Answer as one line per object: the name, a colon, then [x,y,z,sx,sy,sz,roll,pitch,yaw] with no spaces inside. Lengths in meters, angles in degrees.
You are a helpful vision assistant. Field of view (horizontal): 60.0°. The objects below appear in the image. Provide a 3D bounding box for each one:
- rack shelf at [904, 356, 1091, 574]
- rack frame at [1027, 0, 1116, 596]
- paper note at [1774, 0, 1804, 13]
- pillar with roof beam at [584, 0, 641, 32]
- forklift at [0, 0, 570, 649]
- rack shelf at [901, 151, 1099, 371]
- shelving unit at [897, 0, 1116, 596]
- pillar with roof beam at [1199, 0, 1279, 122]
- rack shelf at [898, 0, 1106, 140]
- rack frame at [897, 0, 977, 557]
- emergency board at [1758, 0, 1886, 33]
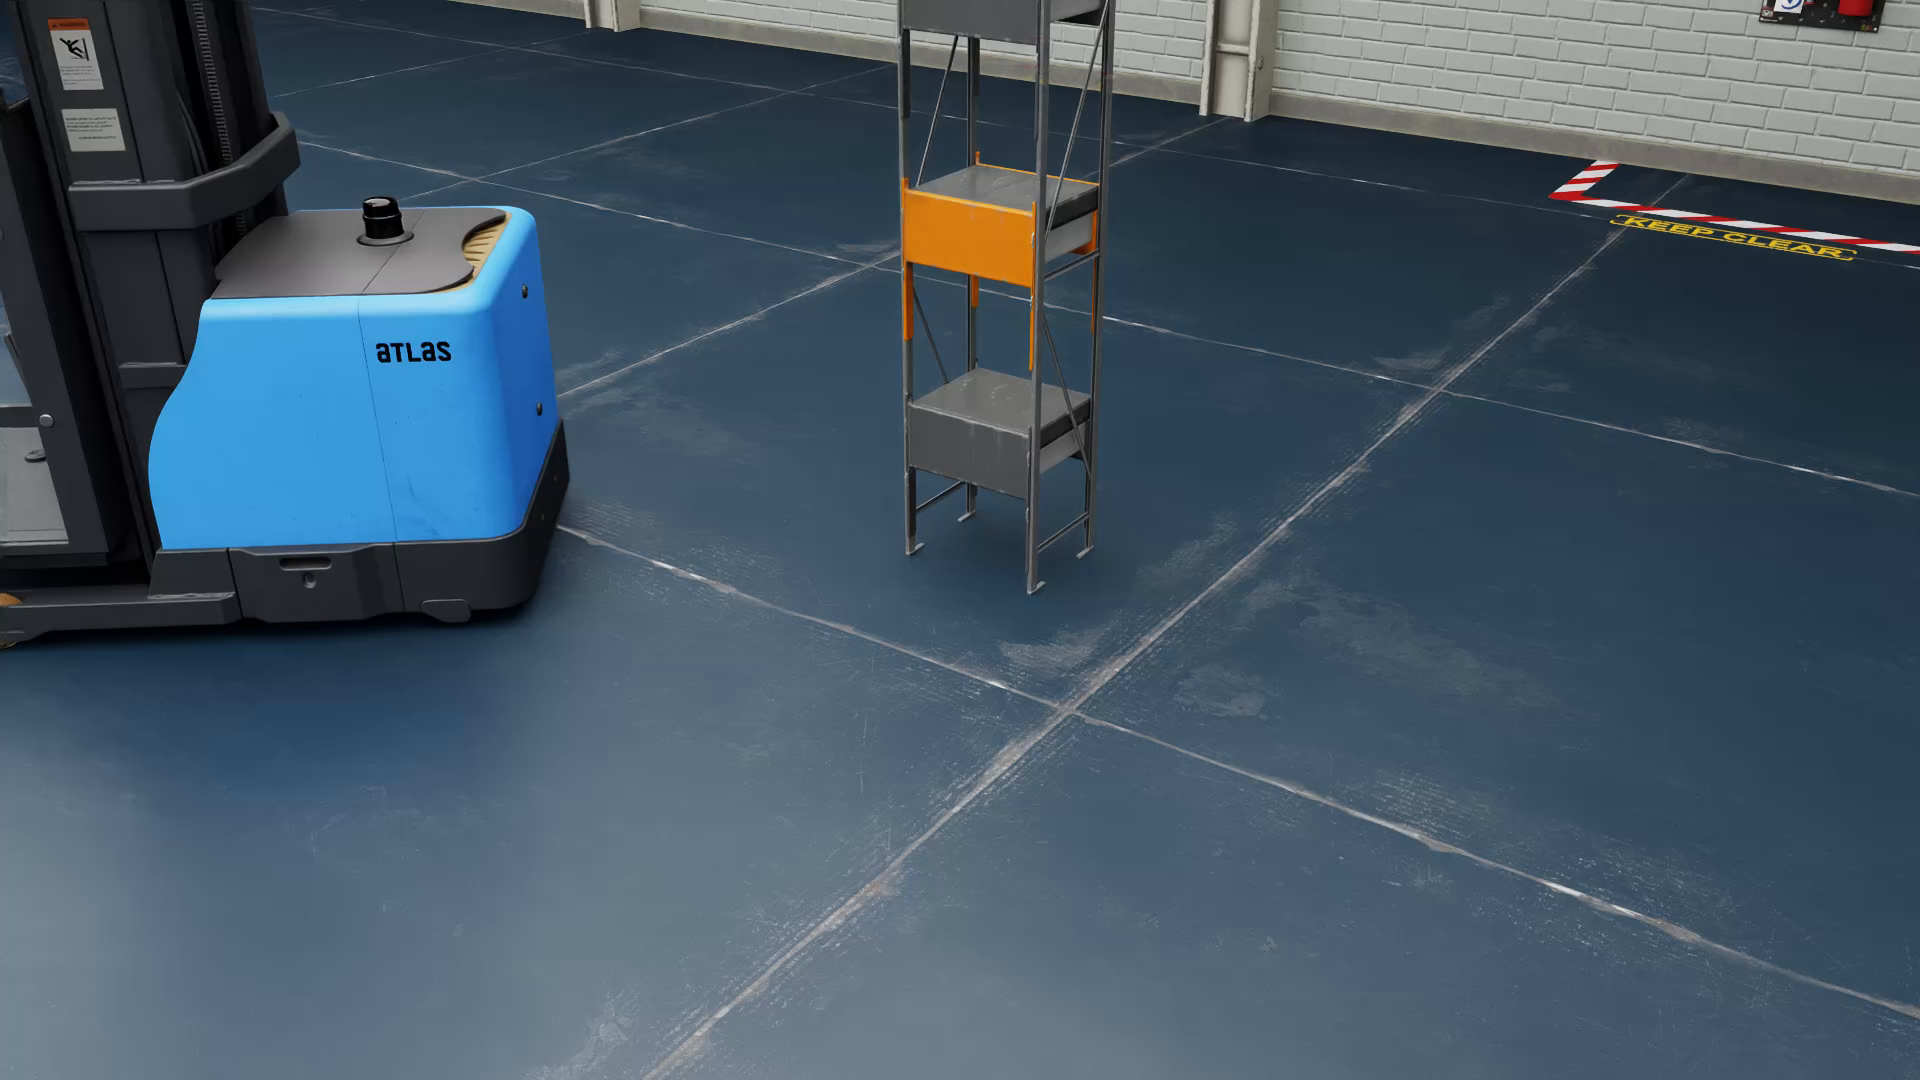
rack shelf: [0.136,-0.257,5.514,0.480,0.518,0.431,17,32,30]
rack frame: [0.338,-0.831,5.067,0.015,2.100,0.400,17,32,30]
paper note: [4.735,-3.089,9.483,0.142,0.148,0.016,17,32,30]
pillar with roof beam: [-5.472,-6.907,9.400,0.400,9.000,9.100,17,32,30]
forklift: [-2.890,-1.215,4.906,3.031,2.935,1.130,-2,27,-4]
rack shelf: [0.136,-0.881,5.196,0.480,0.518,0.431,17,32,30]
shelving unit: [0.136,-0.893,5.190,0.503,2.100,0.431,17,32,30]
pillar with roof beam: [-0.526,-5.366,6.372,0.400,9.000,9.100,17,32,30]
rack shelf: [0.136,-1.505,4.879,0.480,0.518,0.431,17,32,30]
rack frame: [-0.065,-0.956,5.313,0.015,2.100,0.400,17,32,30]
emergency board: [4.842,-3.410,9.143,0.643,1.169,0.194,17,32,30]
